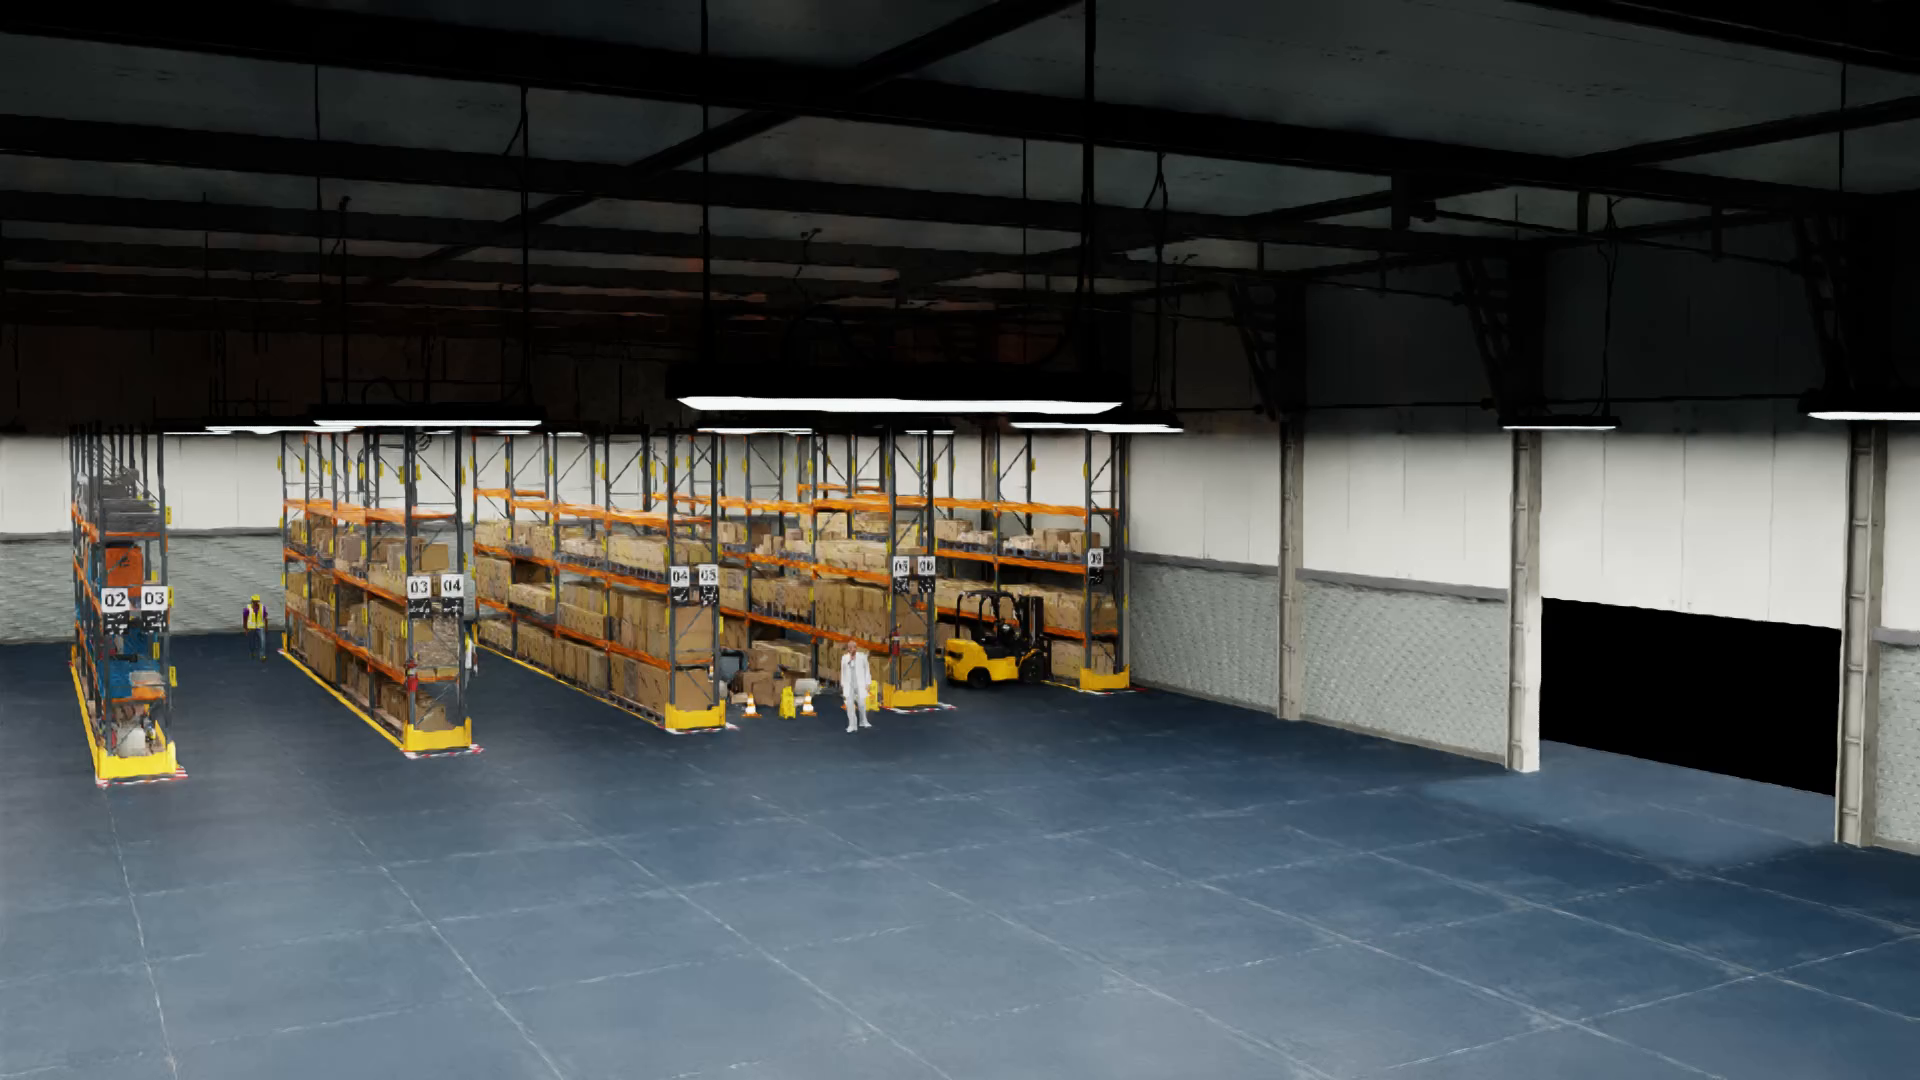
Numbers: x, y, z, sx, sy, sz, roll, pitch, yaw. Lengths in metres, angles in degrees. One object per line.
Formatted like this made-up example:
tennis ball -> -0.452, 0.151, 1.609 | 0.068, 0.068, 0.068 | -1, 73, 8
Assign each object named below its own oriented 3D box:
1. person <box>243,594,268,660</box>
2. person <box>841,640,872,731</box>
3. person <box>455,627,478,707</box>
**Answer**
person -> -18.106, 2.227, 42.741 | 0.577, 1.691, 1.121 | -2, 4, -27
person -> -2.032, 2.833, 32.547 | 0.611, 1.769, 0.632 | 0, 4, 6
person -> -10.530, 2.680, 35.230 | 0.577, 1.733, 1.042 | -2, 4, -31
